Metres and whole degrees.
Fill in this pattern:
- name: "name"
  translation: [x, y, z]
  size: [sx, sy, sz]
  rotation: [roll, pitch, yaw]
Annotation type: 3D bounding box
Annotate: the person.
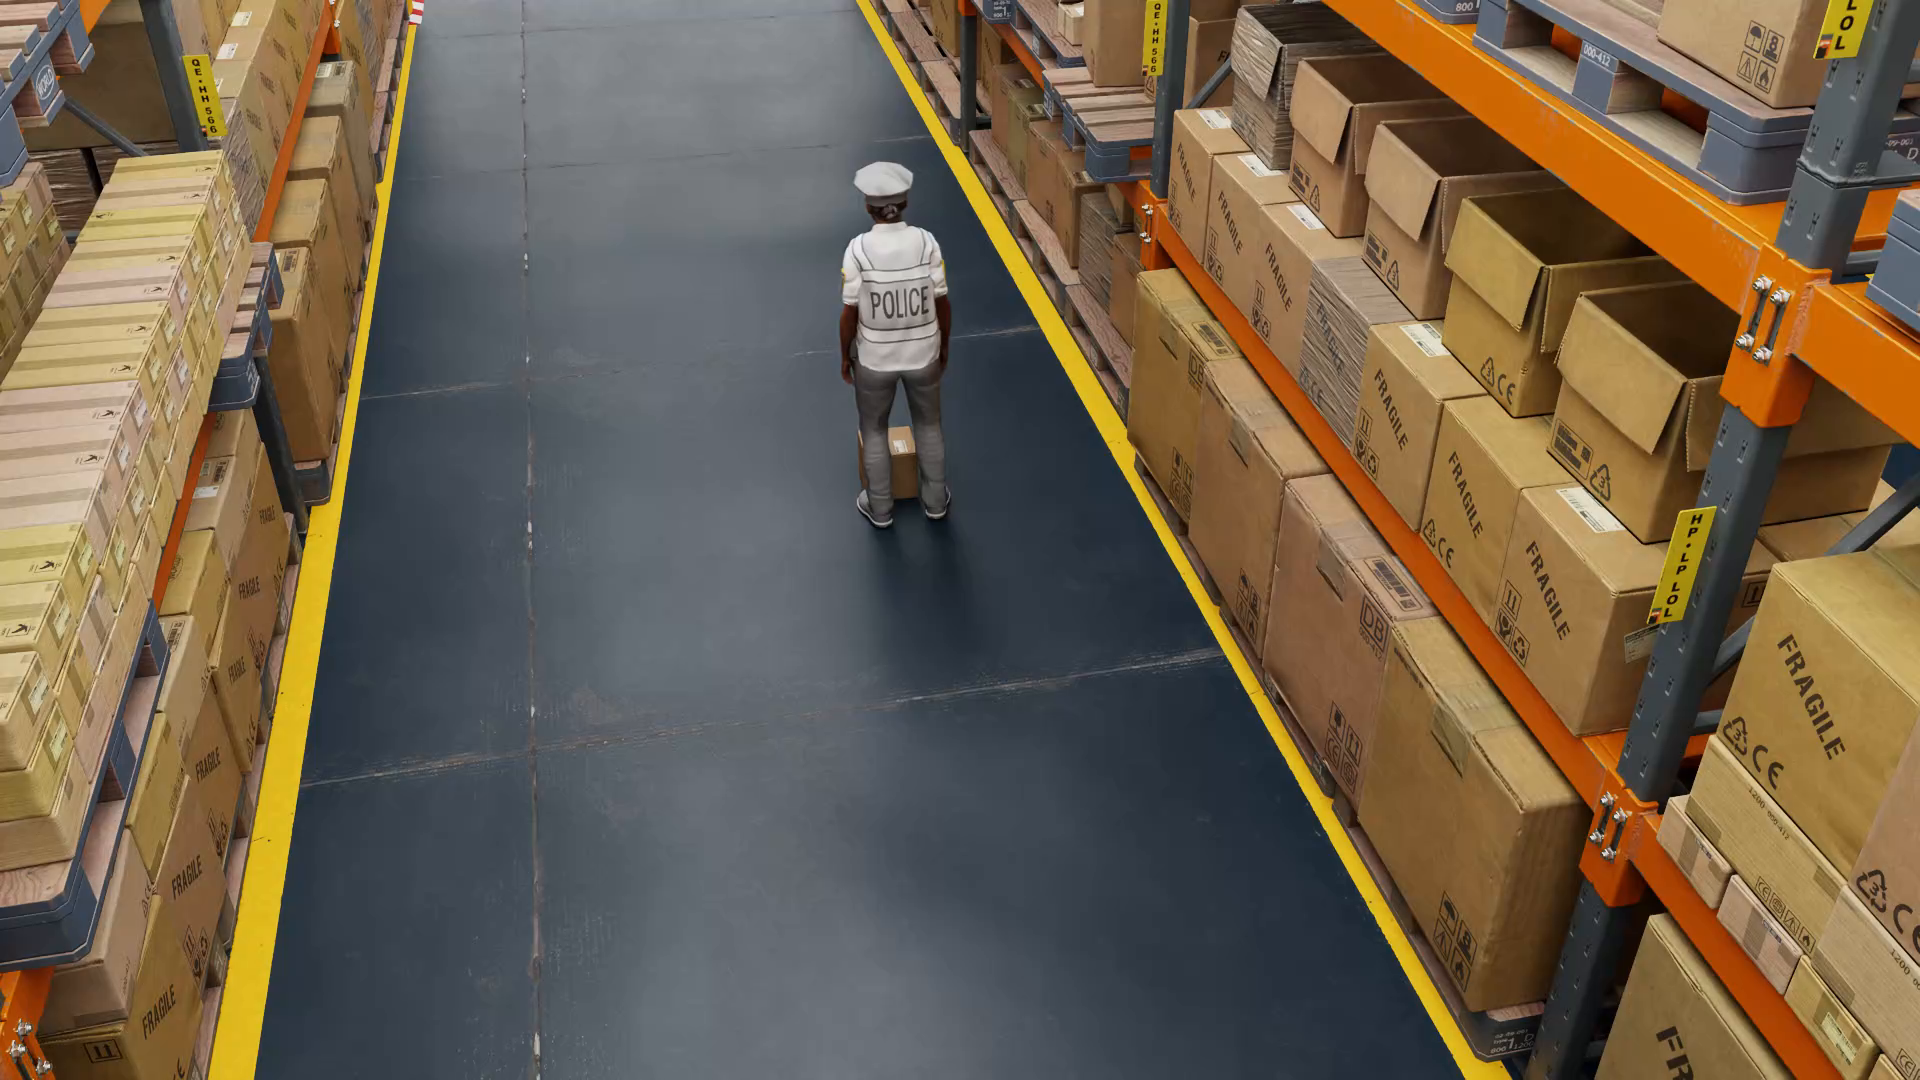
- name: "person"
  translation: [-0.276, -0.815, 7.326]
  size: [0.506, 1.660, 0.393]
  rotation: [-7, 35, -10]
